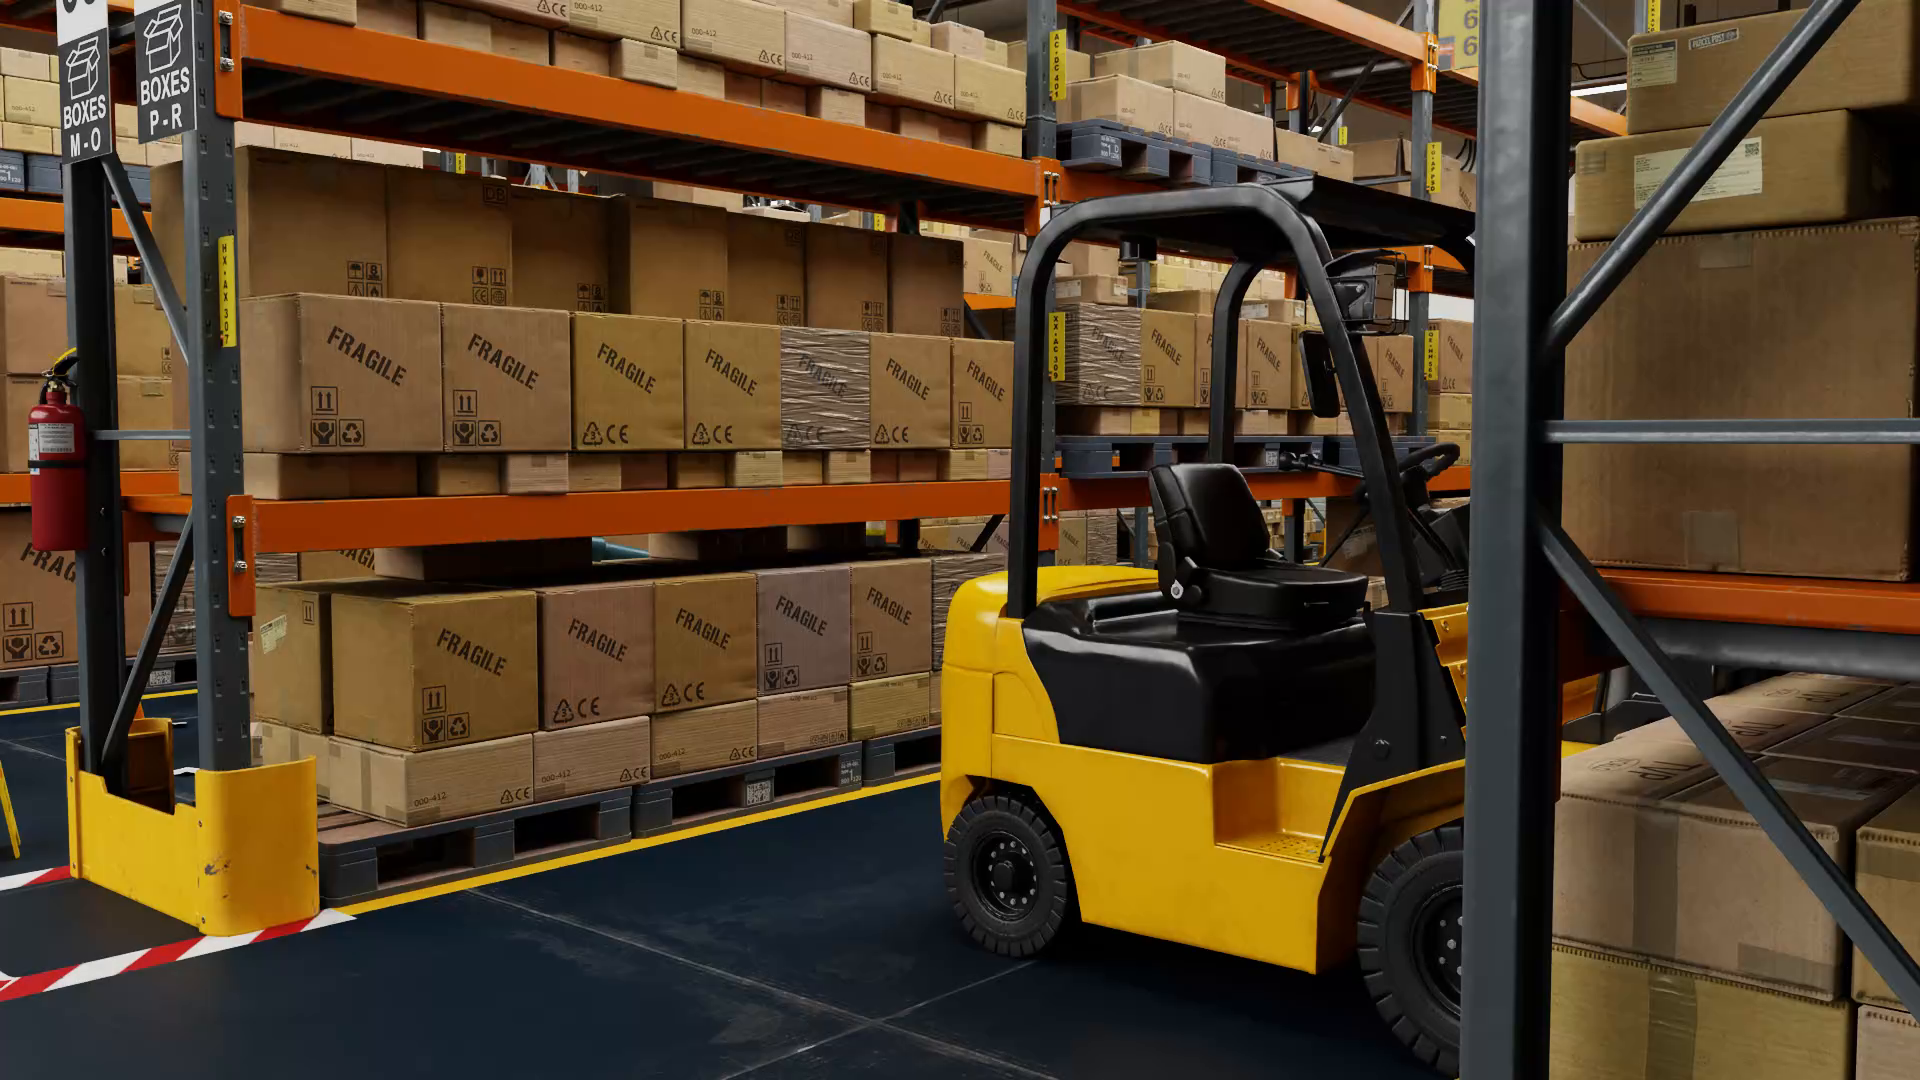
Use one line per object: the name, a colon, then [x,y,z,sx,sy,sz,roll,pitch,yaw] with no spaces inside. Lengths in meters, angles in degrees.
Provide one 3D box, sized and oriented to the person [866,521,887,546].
person: [-0.710,-0.076,11.289,0.554,1.765,0.636,3,4,38]
